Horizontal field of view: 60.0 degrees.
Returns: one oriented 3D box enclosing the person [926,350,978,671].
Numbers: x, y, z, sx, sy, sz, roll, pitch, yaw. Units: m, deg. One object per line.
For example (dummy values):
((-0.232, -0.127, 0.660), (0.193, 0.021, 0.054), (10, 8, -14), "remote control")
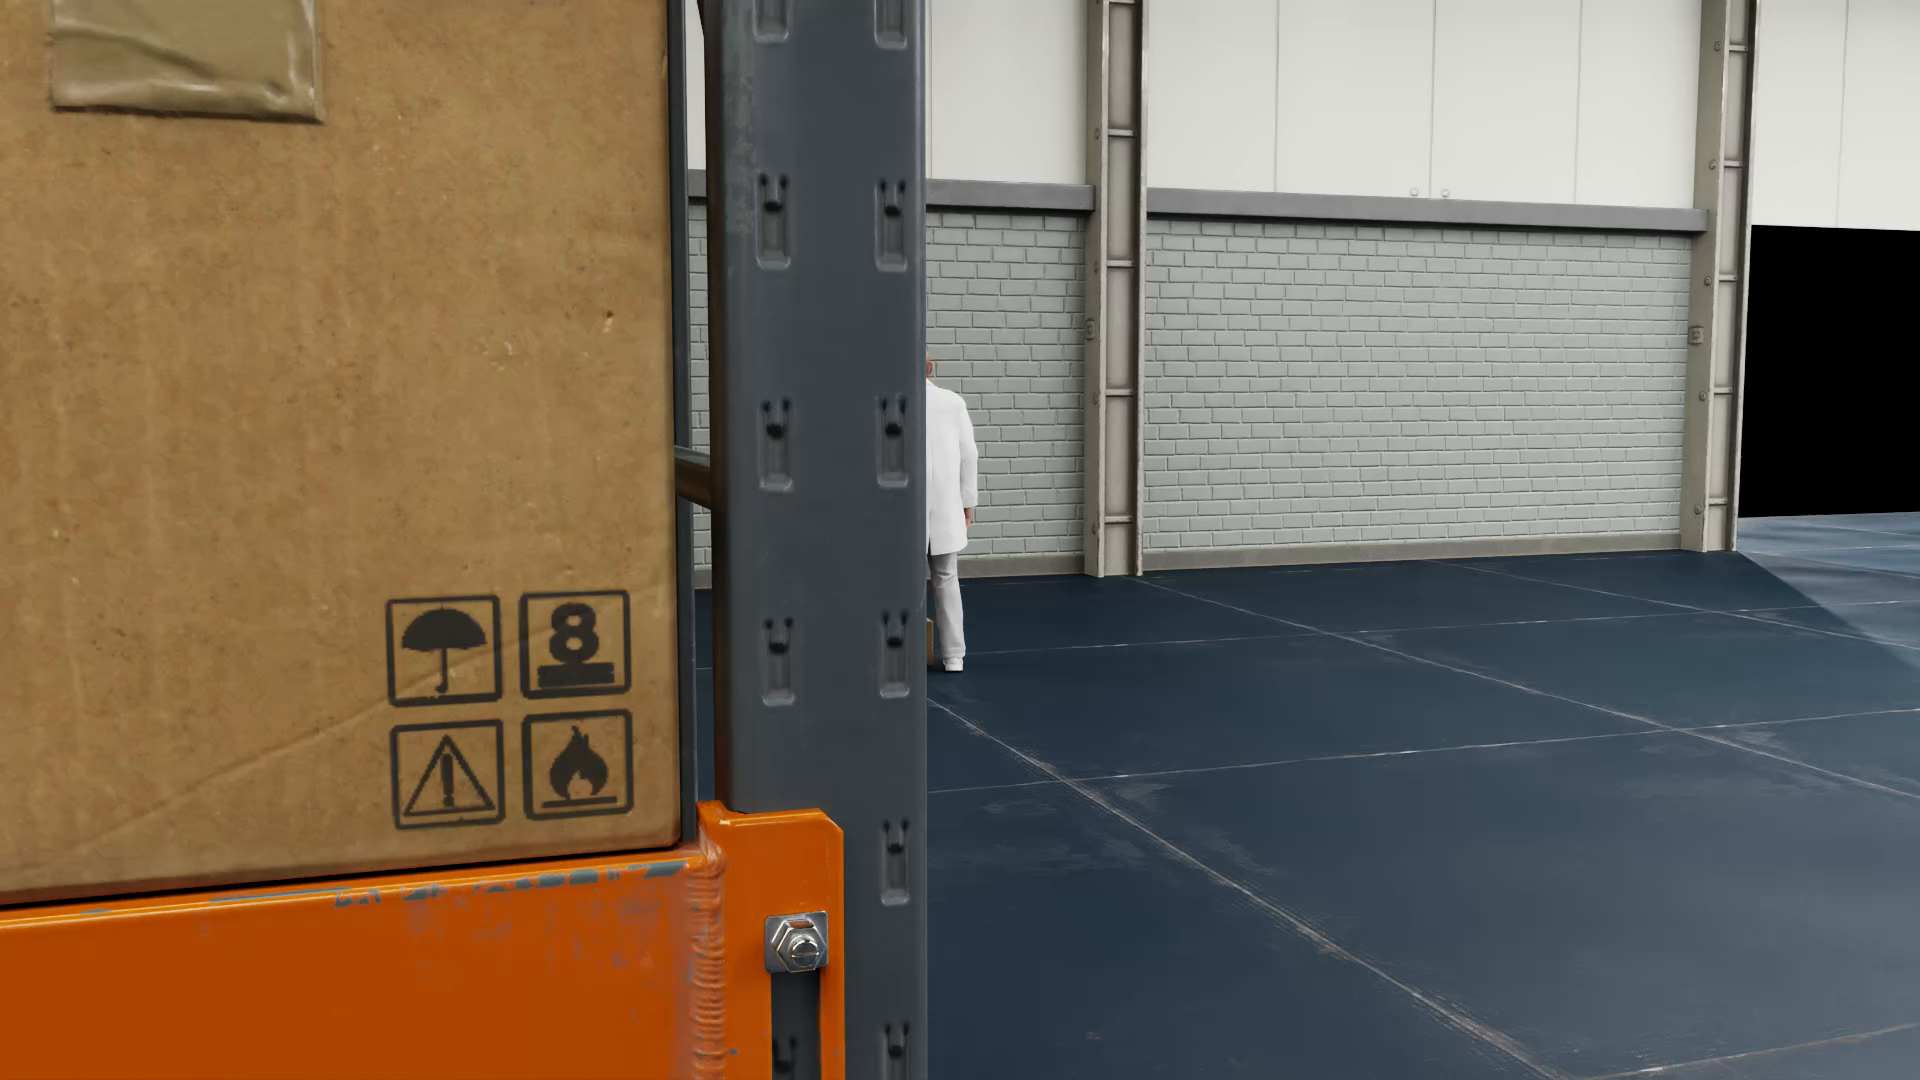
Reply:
((-0.211, -0.171, 9.004), (0.641, 1.773, 0.427), (-2, 6, -19), "person")
